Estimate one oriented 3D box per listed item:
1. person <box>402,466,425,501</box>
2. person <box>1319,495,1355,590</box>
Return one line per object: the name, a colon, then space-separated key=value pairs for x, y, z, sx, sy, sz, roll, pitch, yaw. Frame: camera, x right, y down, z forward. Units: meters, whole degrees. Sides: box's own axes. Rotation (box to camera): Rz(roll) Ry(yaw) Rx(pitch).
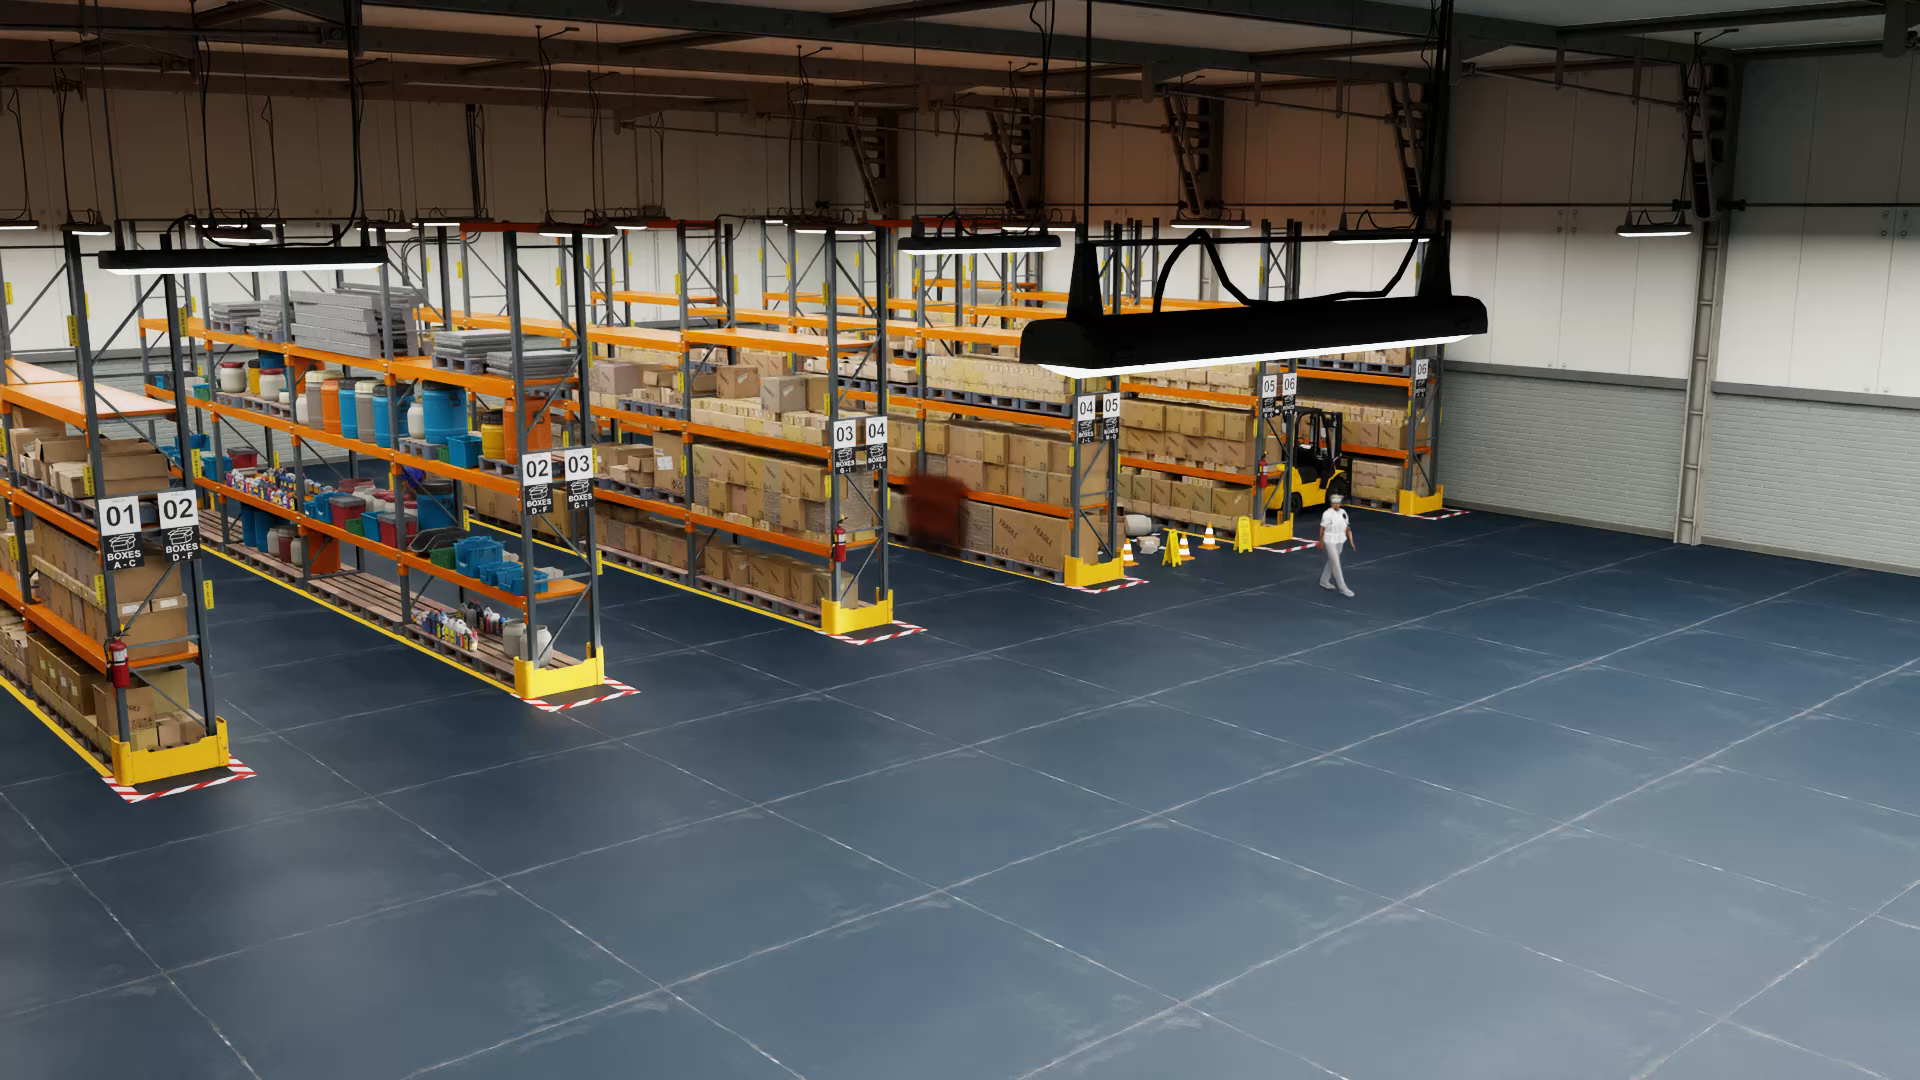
person: x=-10.726 y=-0.846 z=32.668 sx=0.528 sy=1.348 sz=0.686 roll=-7 pitch=13 yaw=-31
person: x=6.190 y=0.011 z=27.407 sx=0.472 sy=1.556 sz=0.752 roll=-6 pitch=13 yaw=-26
